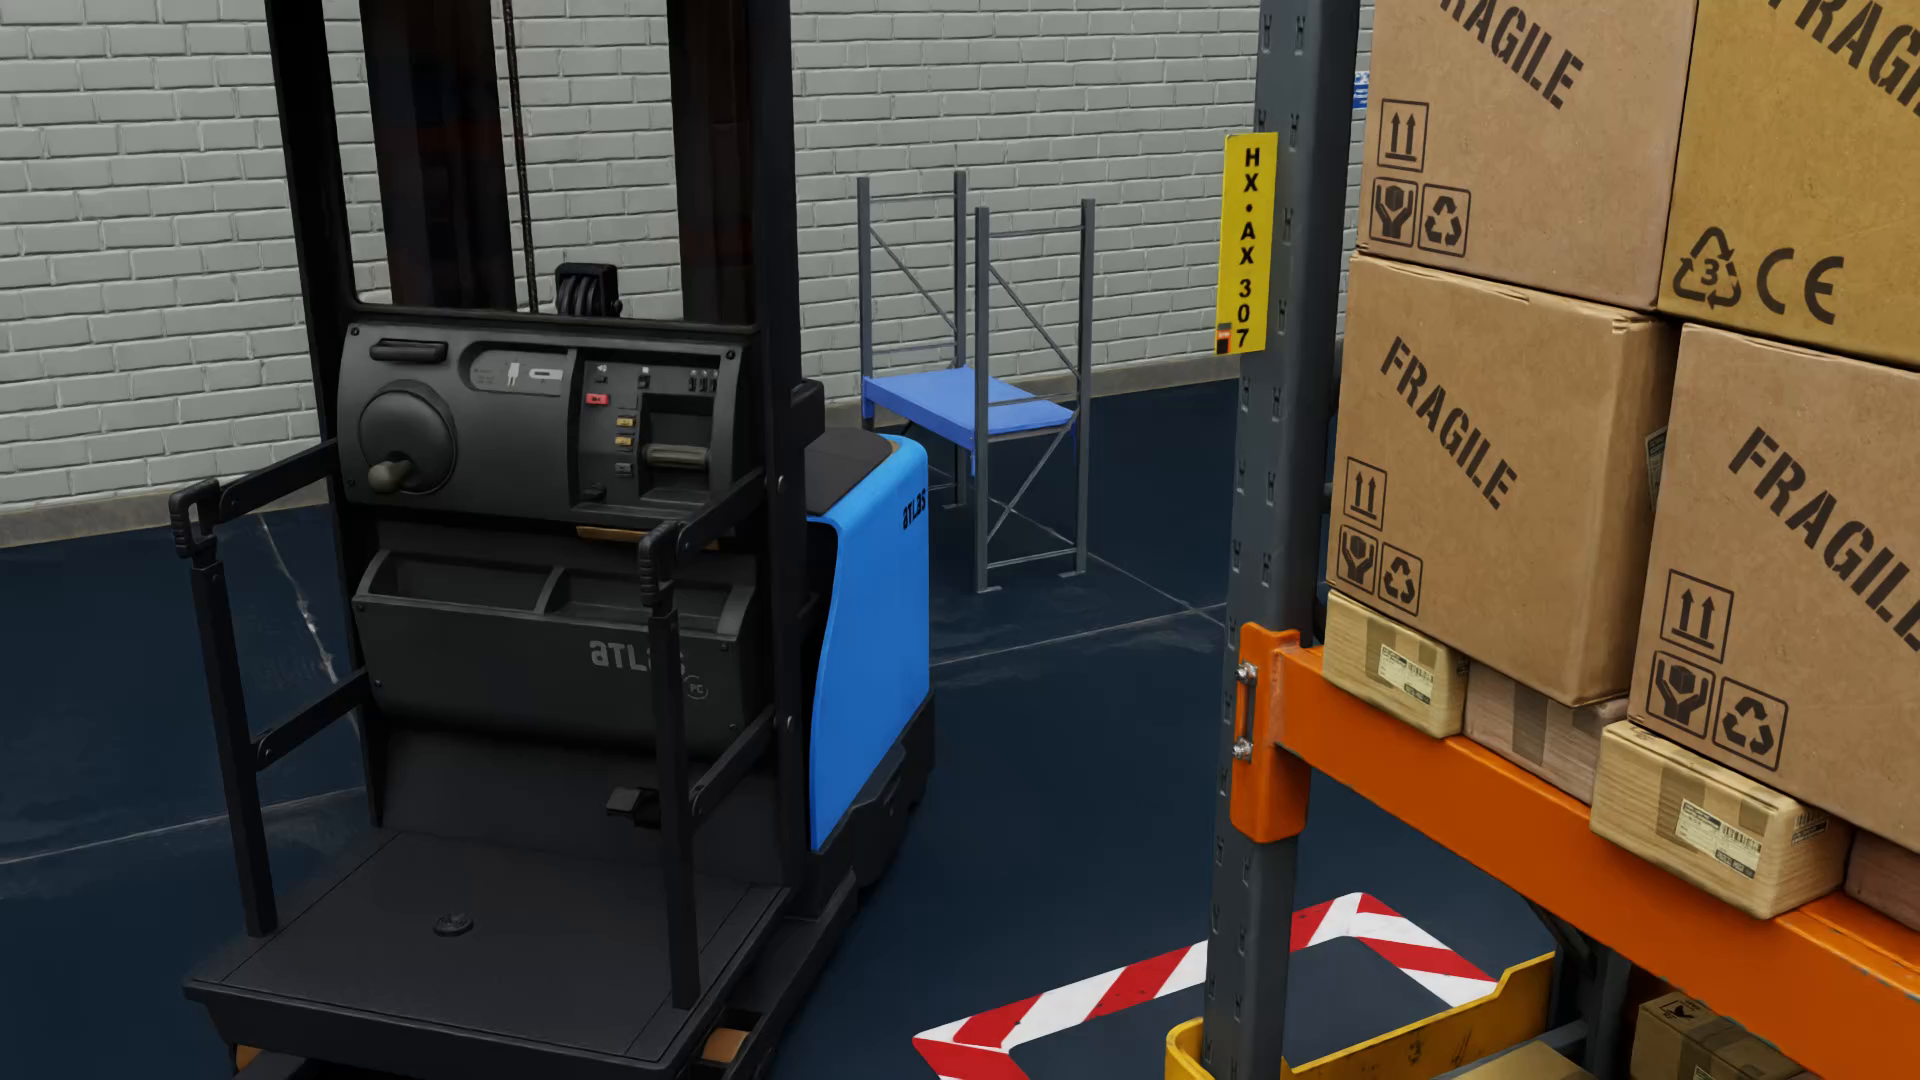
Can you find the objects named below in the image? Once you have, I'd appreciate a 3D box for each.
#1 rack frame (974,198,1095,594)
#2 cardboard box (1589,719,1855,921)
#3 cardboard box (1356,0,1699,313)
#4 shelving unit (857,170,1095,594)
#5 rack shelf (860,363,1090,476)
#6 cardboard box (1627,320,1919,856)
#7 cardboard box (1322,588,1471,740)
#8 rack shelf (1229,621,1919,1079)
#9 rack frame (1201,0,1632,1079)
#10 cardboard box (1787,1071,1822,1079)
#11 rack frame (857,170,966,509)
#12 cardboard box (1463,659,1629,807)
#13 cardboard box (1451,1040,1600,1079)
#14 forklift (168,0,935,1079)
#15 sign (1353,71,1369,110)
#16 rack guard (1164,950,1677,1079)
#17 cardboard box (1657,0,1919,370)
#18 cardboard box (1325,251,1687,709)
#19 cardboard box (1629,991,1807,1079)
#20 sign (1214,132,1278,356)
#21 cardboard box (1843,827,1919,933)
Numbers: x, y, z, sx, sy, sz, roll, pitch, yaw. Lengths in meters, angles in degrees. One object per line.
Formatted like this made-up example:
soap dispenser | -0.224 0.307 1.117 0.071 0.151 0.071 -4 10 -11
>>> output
rack frame | 0.282 -0.539 6.393 0.500 1.500 0.032 -10 21 -27
cardboard box | 1.010 0.300 2.048 0.380 0.149 0.250 -11 22 -28
cardboard box | 0.886 -0.605 2.144 0.500 0.500 0.500 -10 21 -27
shelving unit | 0.041 -0.684 6.816 0.538 1.500 1.048 -10 21 -27
rack shelf | 0.041 -0.514 6.874 0.538 0.185 1.000 -10 21 -27
cardboard box | 1.153 0.019 1.869 0.500 0.500 0.500 -10 21 -27
cardboard box | 0.772 0.148 2.489 0.380 0.149 0.250 -10 21 -27
rack shelf | 1.856 0.800 1.318 1.077 0.370 4.000 -10 21 -27
rack frame | 0.904 -0.114 2.863 0.949 2.616 0.053 -10 21 -27
cardboard box | 1.450 0.947 2.603 0.380 0.149 0.250 -10 21 -26
rack frame | -0.201 -0.830 7.239 0.500 1.500 0.032 -10 21 -27
cardboard box | 0.929 0.215 2.296 0.380 0.149 0.250 -9 21 -25
cardboard box | 0.856 0.956 2.576 0.380 0.149 0.250 -11 22 -29
forklift | -0.956 -0.243 3.343 1.130 2.935 3.031 5 20 14
sign | 2.445 -2.663 9.837 0.327 0.218 0.001 -10 21 -27
rack guard | 0.943 1.089 3.209 1.175 0.500 0.348 -10 21 -27
cardboard box | 1.131 -0.461 1.727 0.500 0.500 0.500 -9 21 -25
cardboard box | 0.877 -0.131 2.303 0.500 0.500 0.500 -9 21 -24
cardboard box | 1.381 0.866 2.838 0.380 0.149 0.250 -10 21 -26
sign | 0.429 -0.440 2.480 0.100 0.325 0.005 -10 21 -27
cardboard box | 1.254 0.353 1.894 0.380 0.149 0.250 -9 21 -24
